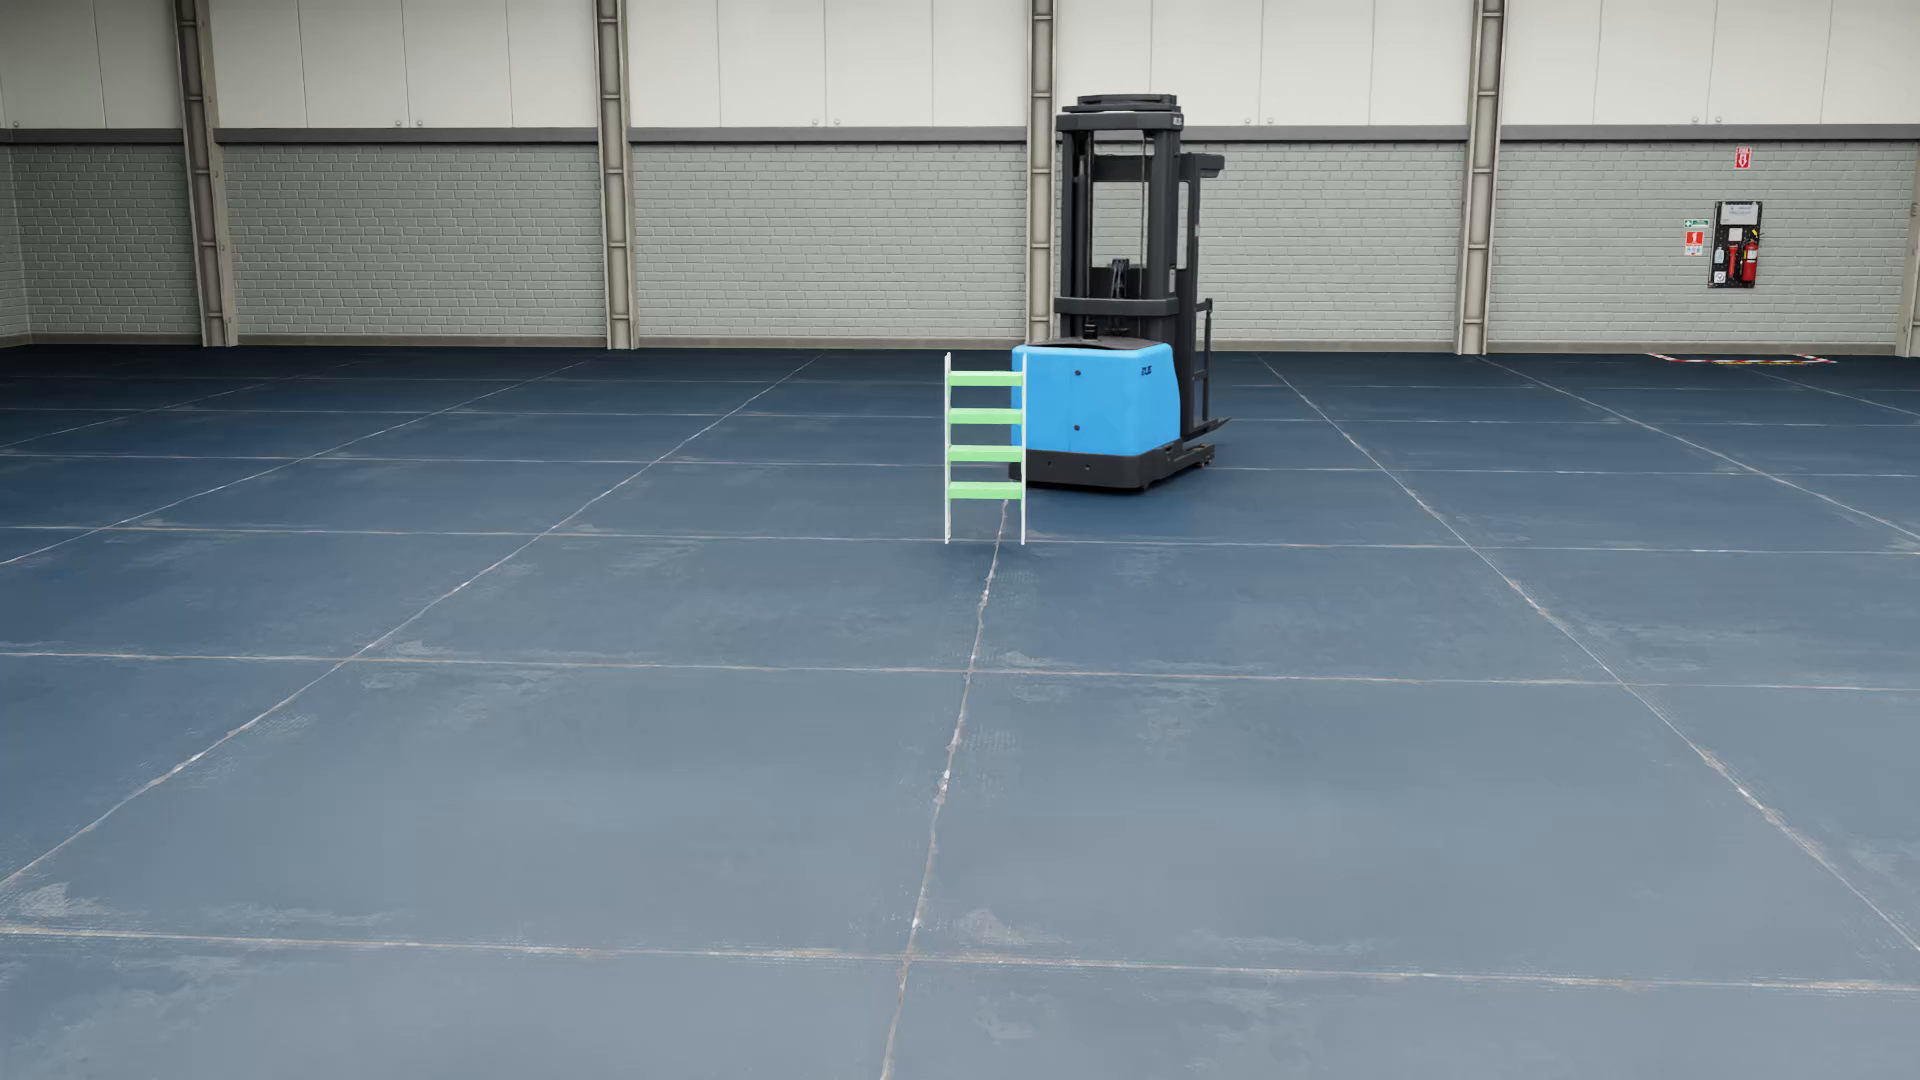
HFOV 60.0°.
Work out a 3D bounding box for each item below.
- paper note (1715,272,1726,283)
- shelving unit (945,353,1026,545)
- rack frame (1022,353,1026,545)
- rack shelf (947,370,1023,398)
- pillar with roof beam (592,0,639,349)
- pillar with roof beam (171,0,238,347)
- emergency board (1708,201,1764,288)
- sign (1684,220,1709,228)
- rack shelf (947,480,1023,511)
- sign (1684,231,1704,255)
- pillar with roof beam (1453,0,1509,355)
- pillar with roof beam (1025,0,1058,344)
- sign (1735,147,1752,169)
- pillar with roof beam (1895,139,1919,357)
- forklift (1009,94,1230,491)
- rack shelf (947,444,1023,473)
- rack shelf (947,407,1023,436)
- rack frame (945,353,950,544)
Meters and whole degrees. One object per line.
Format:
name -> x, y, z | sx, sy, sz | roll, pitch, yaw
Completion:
paper note -> 10.466, -3.619, 22.895 | 0.142, 0.148, 0.016 | 1, 12, 4
shelving unit -> 0.165, -0.585, 10.634 | 0.503, 1.200, 0.258 | 1, 12, 4
rack frame -> 0.409, -0.582, 10.618 | 0.015, 1.200, 0.240 | 1, 12, 4
rack shelf -> 0.165, -0.992, 10.549 | 0.480, 0.148, 0.258 | 1, 12, 4
pillar with roof beam -> -5.147, -6.295, 18.886 | 0.400, 9.000, 9.100 | 1, 12, 4
pillar with roof beam -> -11.133, -6.378, 19.278 | 0.400, 9.000, 9.100 | 1, 12, 4
emergency board -> 10.638, -4.034, 22.726 | 0.643, 1.169, 0.194 | 1, 12, 4
sign -> 10.097, -4.337, 22.796 | 0.331, 0.109, 0.001 | 1, 12, 4
rack shelf -> 0.165, -0.288, 10.697 | 0.480, 0.148, 0.258 | 1, 12, 4
sign -> 10.093, -4.080, 22.859 | 0.234, 0.329, 0.001 | 1, 12, 4
pillar with roof beam -> 6.827, -6.131, 18.101 | 0.400, 9.000, 9.100 | 1, 12, 4
pillar with roof beam -> 0.840, -6.213, 18.493 | 0.400, 9.000, 9.100 | 1, 12, 4
sign -> 10.636, -5.189, 22.586 | 0.199, 0.298, 0.001 | 1, 12, 4
pillar with roof beam -> 12.813, -6.049, 17.708 | 0.400, 9.000, 9.100 | 1, 12, 4
forklift -> 1.464, -2.062, 13.469 | 1.130, 2.935, 3.031 | 6, 13, 25
rack shelf -> 0.165, -0.522, 10.647 | 0.480, 0.148, 0.258 | 1, 12, 4
rack shelf -> 0.165, -0.757, 10.598 | 0.480, 0.148, 0.258 | 1, 12, 4
rack frame -> -0.078, -0.588, 10.650 | 0.015, 1.200, 0.240 | 1, 12, 4
